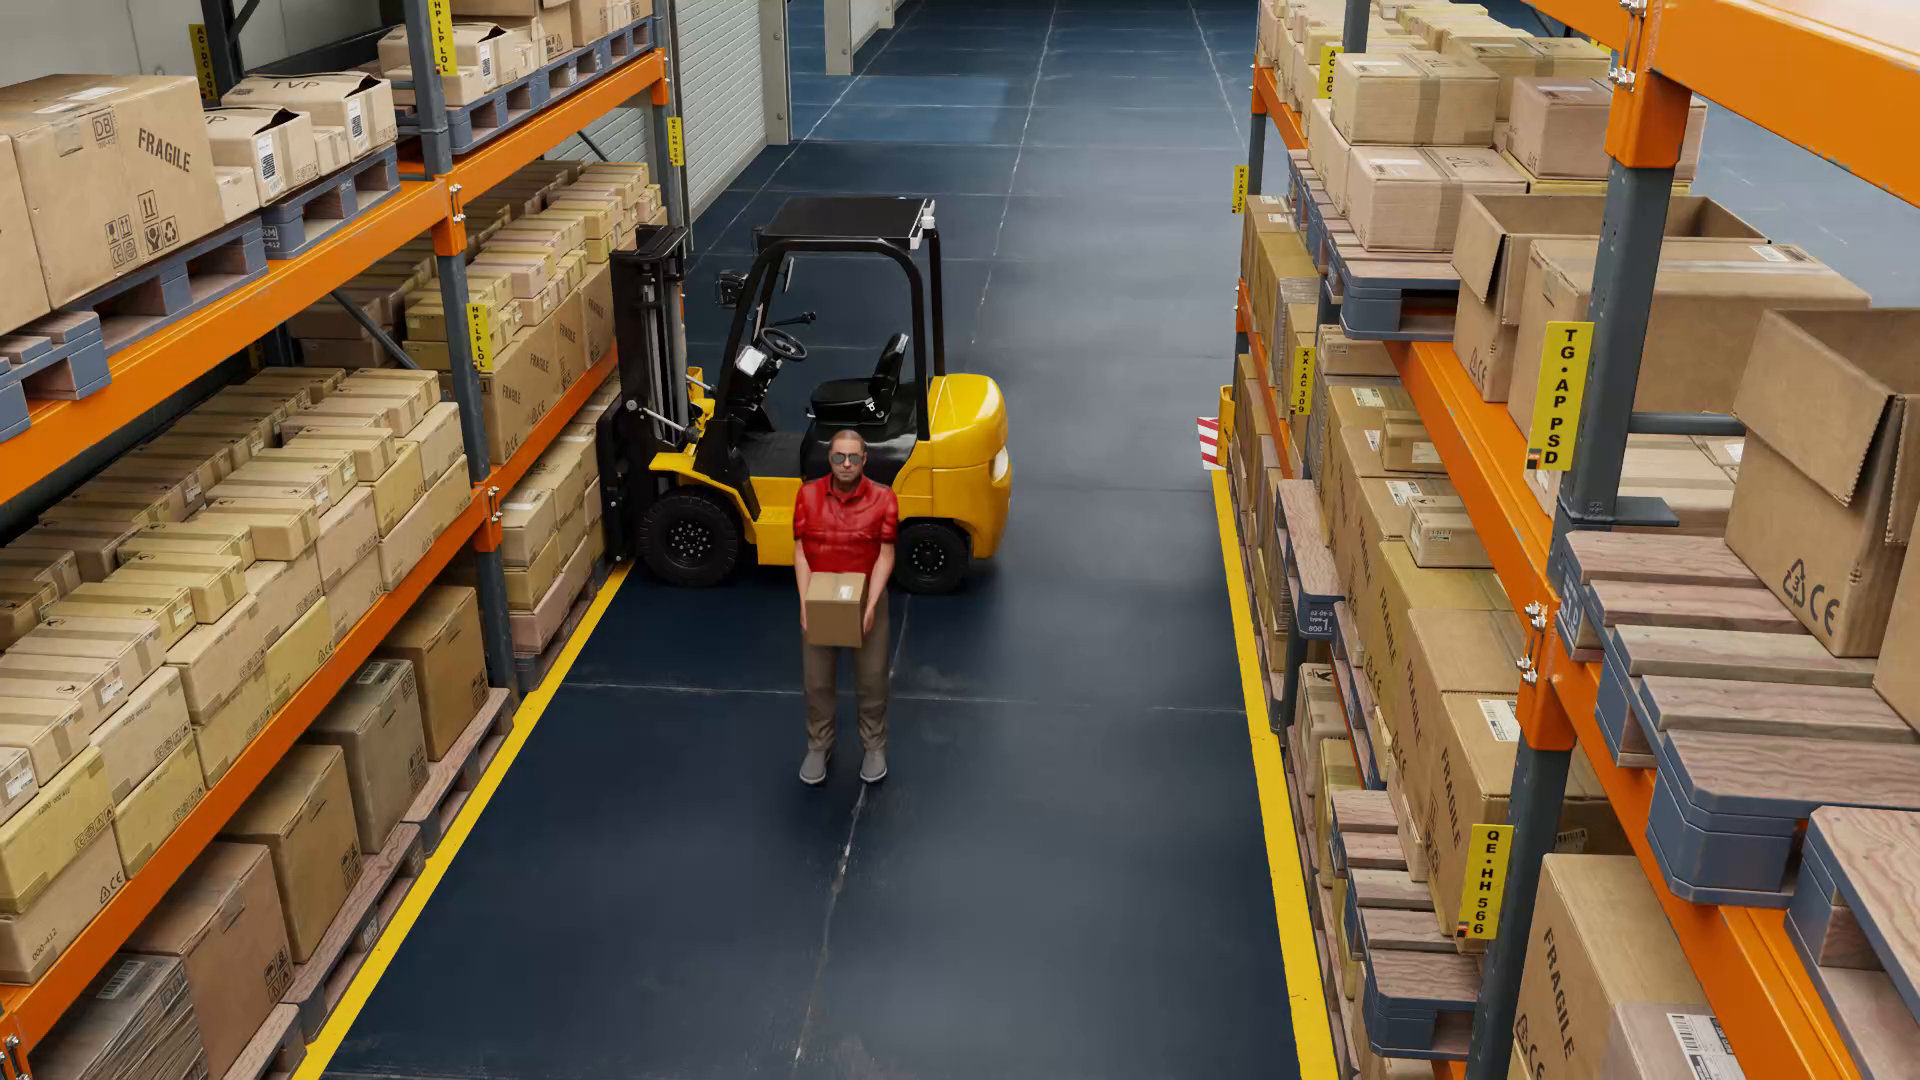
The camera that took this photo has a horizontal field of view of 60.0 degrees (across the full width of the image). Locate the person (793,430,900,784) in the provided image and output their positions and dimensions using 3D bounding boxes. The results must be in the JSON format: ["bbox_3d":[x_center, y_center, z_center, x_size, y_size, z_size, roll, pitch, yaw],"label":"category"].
[{"bbox_3d":[-0.541,0.350,7.851,0.503,1.725,0.525,2,24,4],"label":"person"}]
